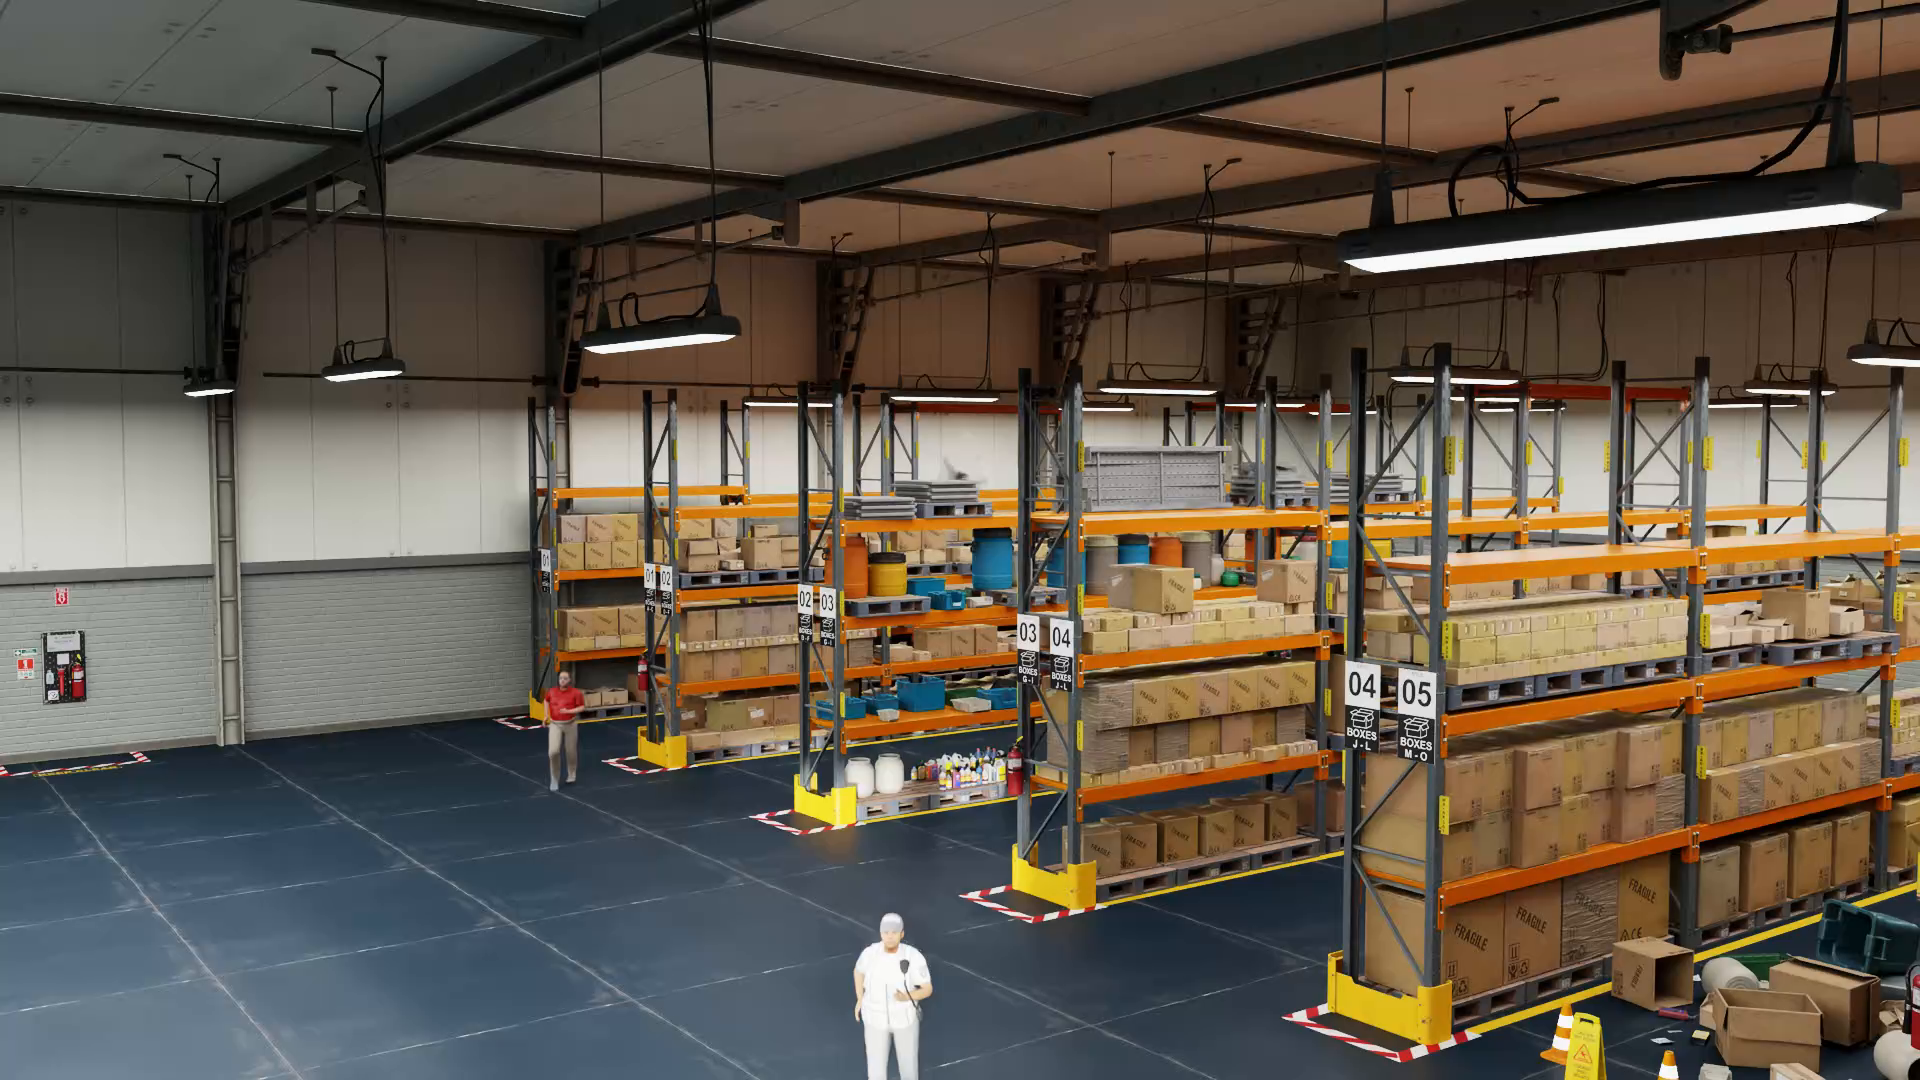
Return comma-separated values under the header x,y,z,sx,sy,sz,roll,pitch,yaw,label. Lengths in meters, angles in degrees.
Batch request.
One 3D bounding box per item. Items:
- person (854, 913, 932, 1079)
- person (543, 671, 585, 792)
x,y,z,sx,sy,sz,roll,pitch,yaw,label
-0.506,3.586,12.337,0.608,1.650,0.924,0,3,3,person
-5.911,2.846,24.813,0.637,1.794,0.758,0,3,-6,person
